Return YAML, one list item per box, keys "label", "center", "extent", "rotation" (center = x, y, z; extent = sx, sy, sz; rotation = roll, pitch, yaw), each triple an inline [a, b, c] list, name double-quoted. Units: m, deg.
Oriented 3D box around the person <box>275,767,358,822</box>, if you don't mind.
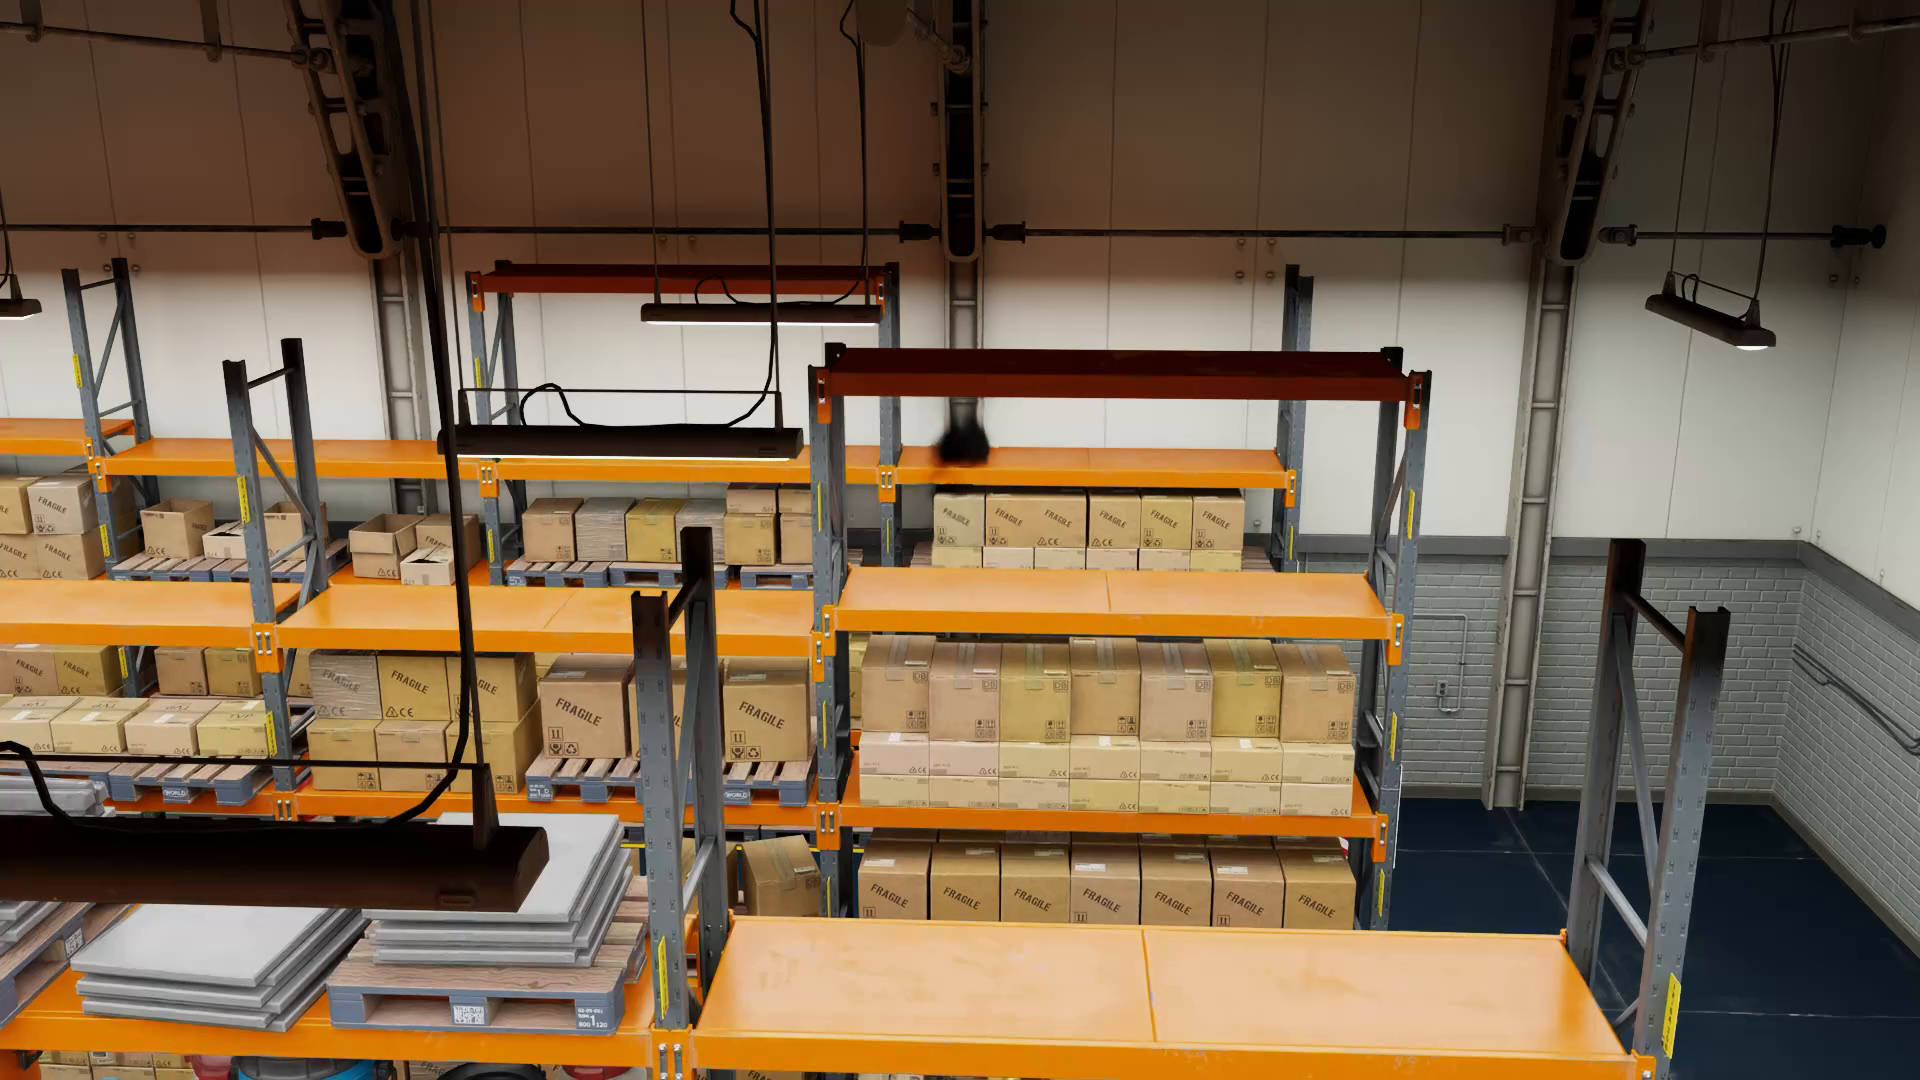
- label: "person"
  center: [-6.295, 2.791, 15.957]
  extent: [0.805, 1.669, 0.661]
  rotation: [0, 16, 1]
